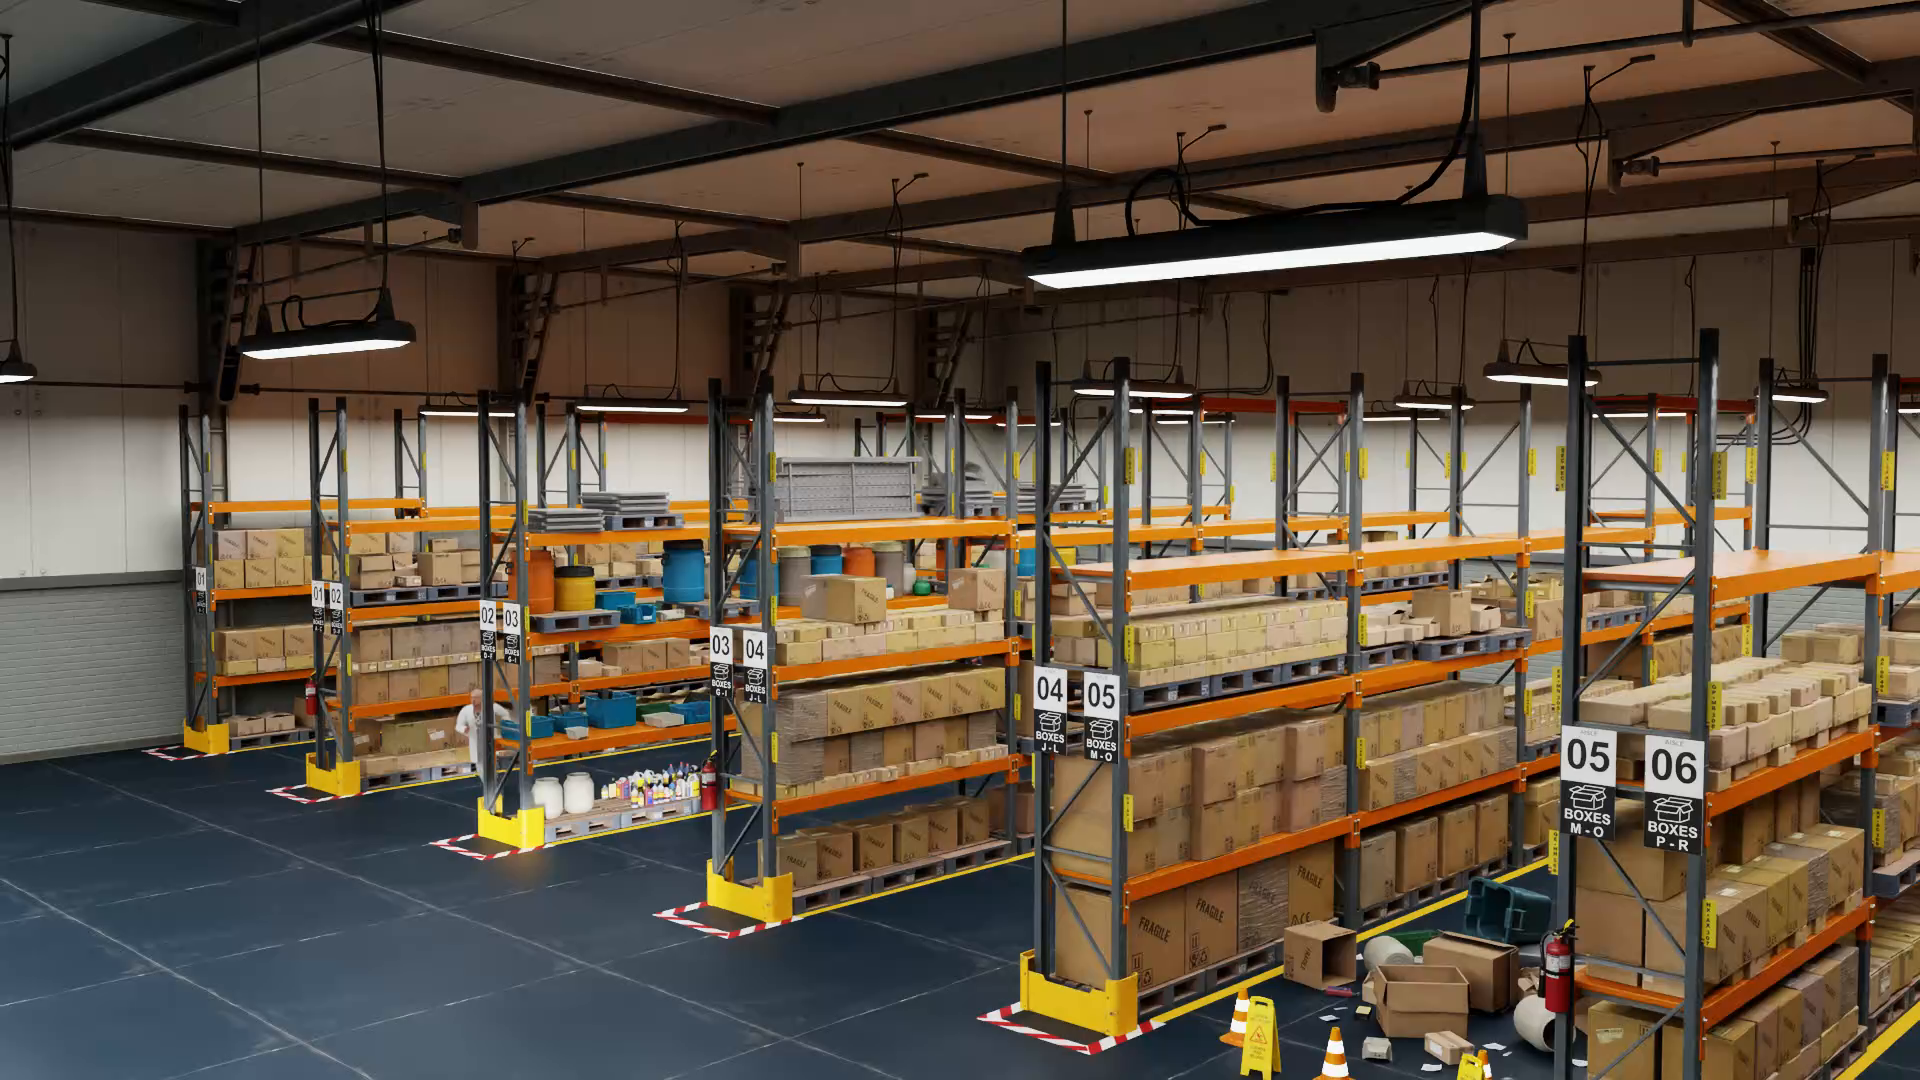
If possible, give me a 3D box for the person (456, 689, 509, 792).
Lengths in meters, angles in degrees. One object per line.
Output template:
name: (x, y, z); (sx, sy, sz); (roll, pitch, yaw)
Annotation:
person: (-7.032, 3.022, 24.532); (0.705, 1.697, 1.006); (0, 3, 4)
